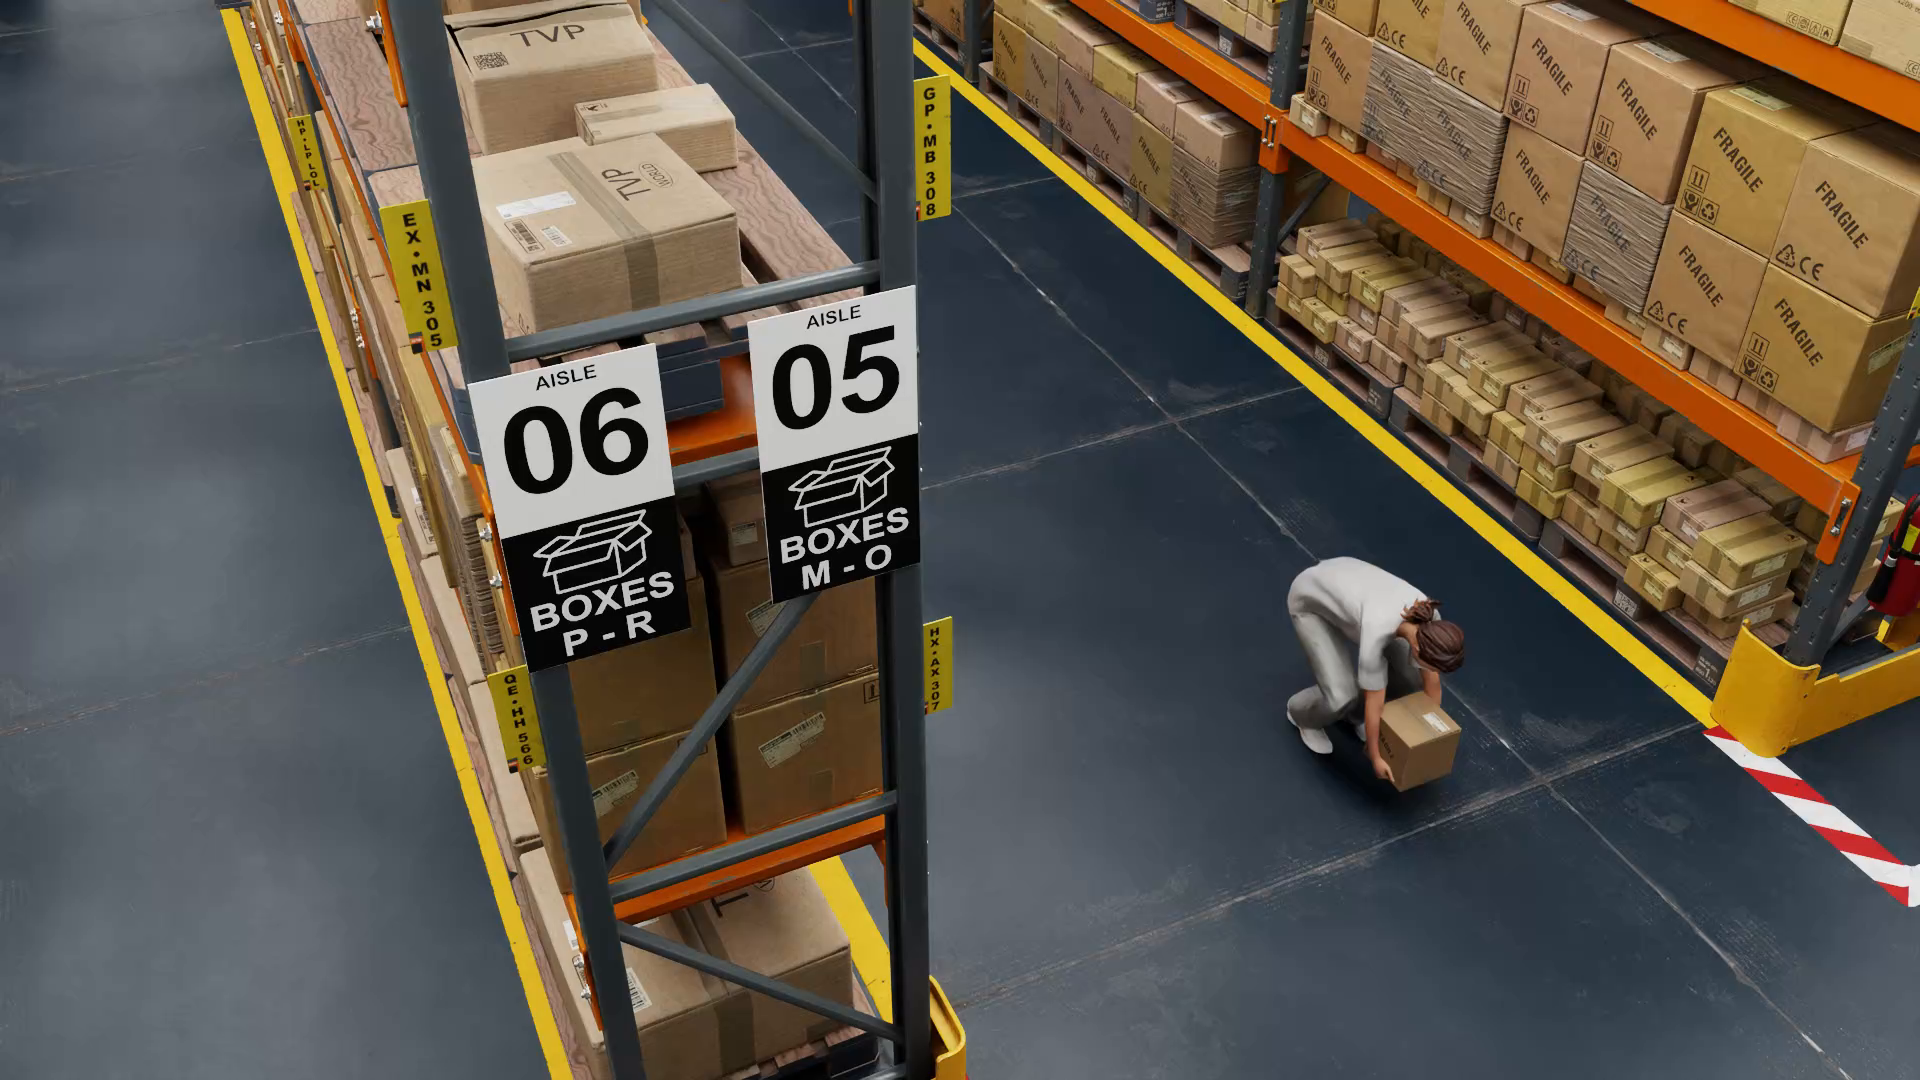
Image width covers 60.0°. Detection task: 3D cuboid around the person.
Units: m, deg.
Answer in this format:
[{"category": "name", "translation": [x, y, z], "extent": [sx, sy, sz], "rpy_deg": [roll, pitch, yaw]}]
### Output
[{"category": "person", "translation": [1.670, 0.512, 6.786], "extent": [0.462, 0.949, 0.852], "rpy_deg": [-17, 41, -21]}]
